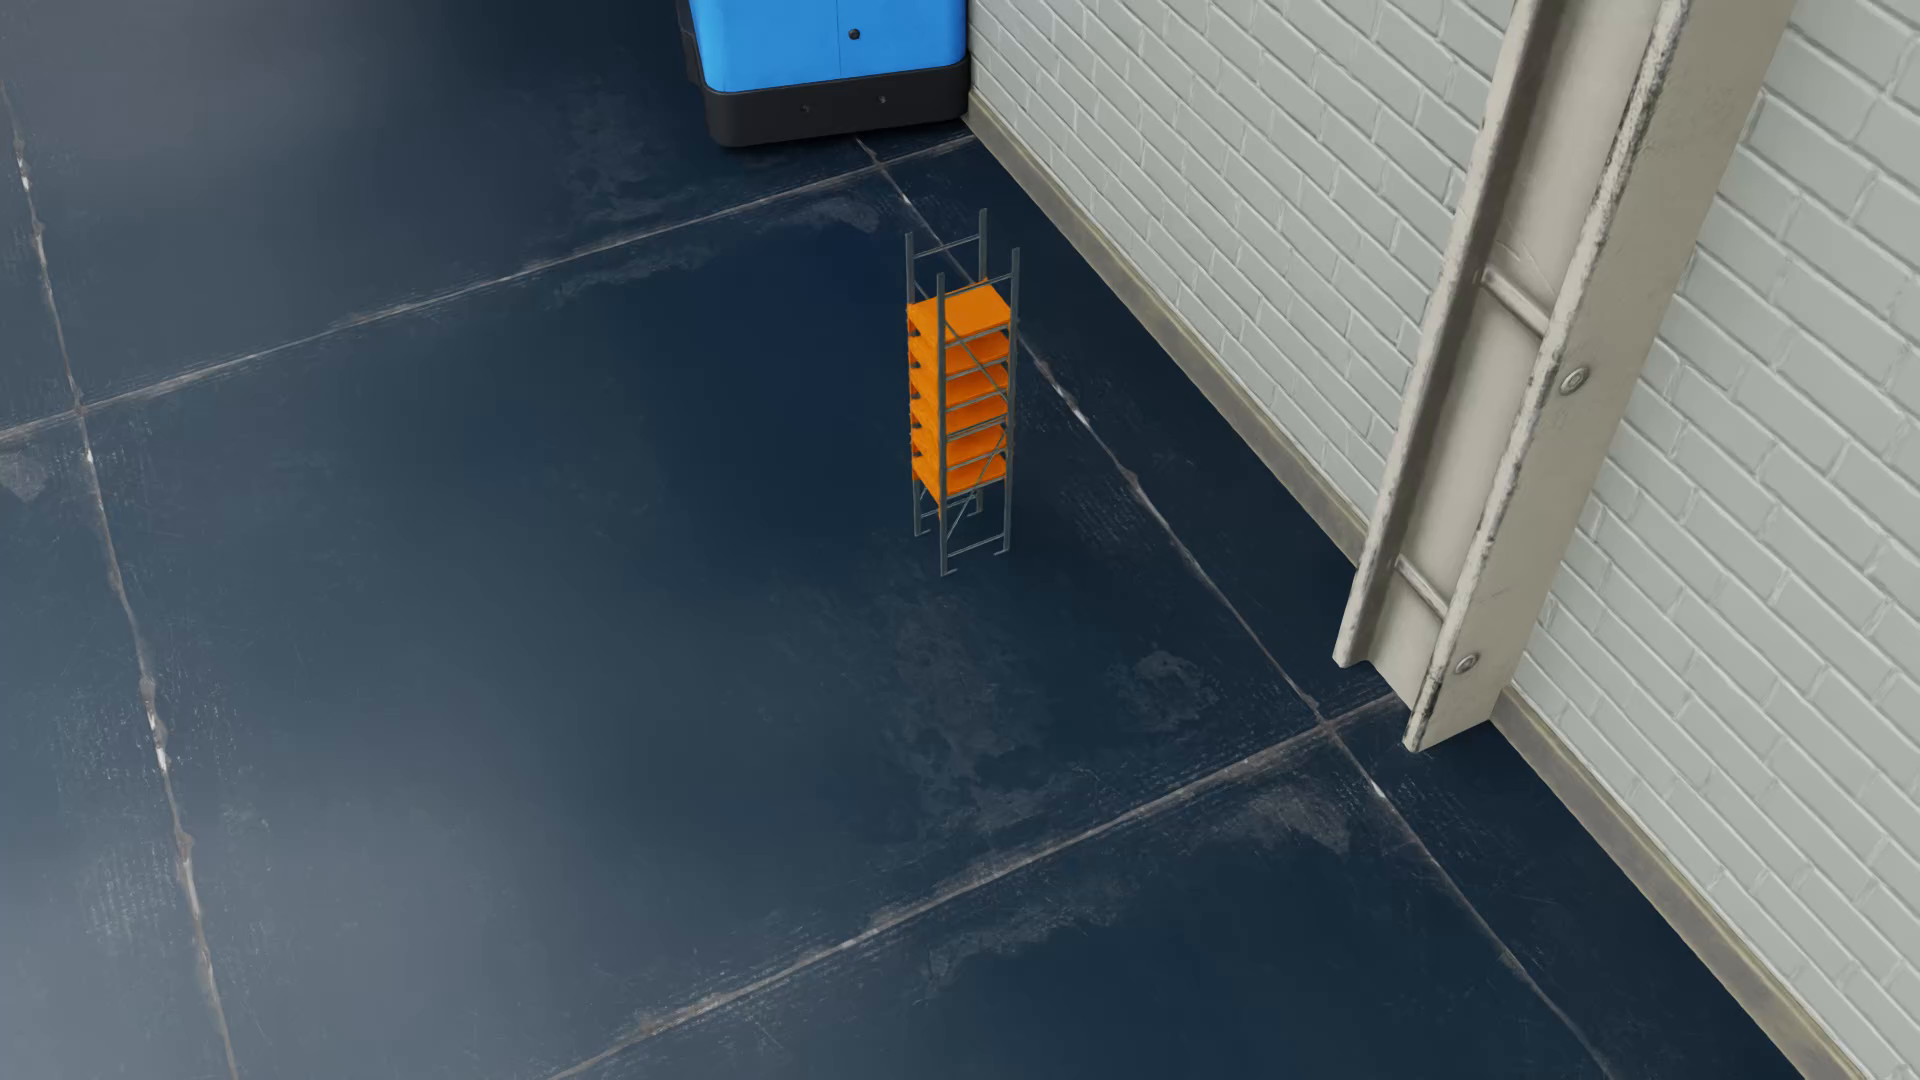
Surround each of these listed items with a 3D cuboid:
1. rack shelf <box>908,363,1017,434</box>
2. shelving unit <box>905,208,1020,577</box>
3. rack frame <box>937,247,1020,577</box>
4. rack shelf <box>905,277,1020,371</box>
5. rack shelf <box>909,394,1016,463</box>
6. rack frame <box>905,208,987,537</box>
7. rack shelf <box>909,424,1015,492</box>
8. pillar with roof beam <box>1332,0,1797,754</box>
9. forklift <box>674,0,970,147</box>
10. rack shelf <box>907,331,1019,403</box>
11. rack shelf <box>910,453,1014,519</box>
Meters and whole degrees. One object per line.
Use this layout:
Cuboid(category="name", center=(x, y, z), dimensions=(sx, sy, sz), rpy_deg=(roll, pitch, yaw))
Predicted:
Cuboid(category="rack shelf", center=(0.007, -0.435, 4.733), dimensions=(0.258, 0.103, 0.180), rpy_deg=(-21, 52, -18))
Cuboid(category="shelving unit", center=(0.007, -0.385, 4.790), dimensions=(0.258, 1.200, 0.189), rpy_deg=(-21, 52, -18))
Cuboid(category="rack frame", center=(0.048, -0.324, 4.736), dimensions=(0.240, 1.200, 0.006), rpy_deg=(-21, 52, -18))
Cuboid(category="rack shelf", center=(0.007, -0.593, 4.552), dimensions=(0.258, 0.103, 0.180), rpy_deg=(-21, 52, -18))
Cuboid(category="rack shelf", center=(0.007, -0.356, 4.823), dimensions=(0.258, 0.103, 0.180), rpy_deg=(-21, 52, -18))
Cuboid(category="rack frame", center=(-0.035, -0.447, 4.843), dimensions=(0.240, 1.200, 0.006), rpy_deg=(-21, 52, -18))
Cuboid(category="rack shelf", center=(0.007, -0.277, 4.914), dimensions=(0.258, 0.103, 0.180), rpy_deg=(-21, 52, -18))
Cuboid(category="pillar with roof beam", center=(-2.497, -1.057, 0.196), dimensions=(9.100, 9.000, 0.400), rpy_deg=(-21, 52, -18))
Cuboid(category="forklift", center=(-0.777, -3.634, 6.482), dimensions=(1.130, 2.935, 3.031), rpy_deg=(-9, 49, -8))
Cuboid(category="rack shelf", center=(0.007, -0.514, 4.643), dimensions=(0.258, 0.103, 0.180), rpy_deg=(-21, 52, -18))
Cuboid(category="rack shelf", center=(0.007, -0.198, 5.004), dimensions=(0.258, 0.103, 0.180), rpy_deg=(-21, 52, -18))
